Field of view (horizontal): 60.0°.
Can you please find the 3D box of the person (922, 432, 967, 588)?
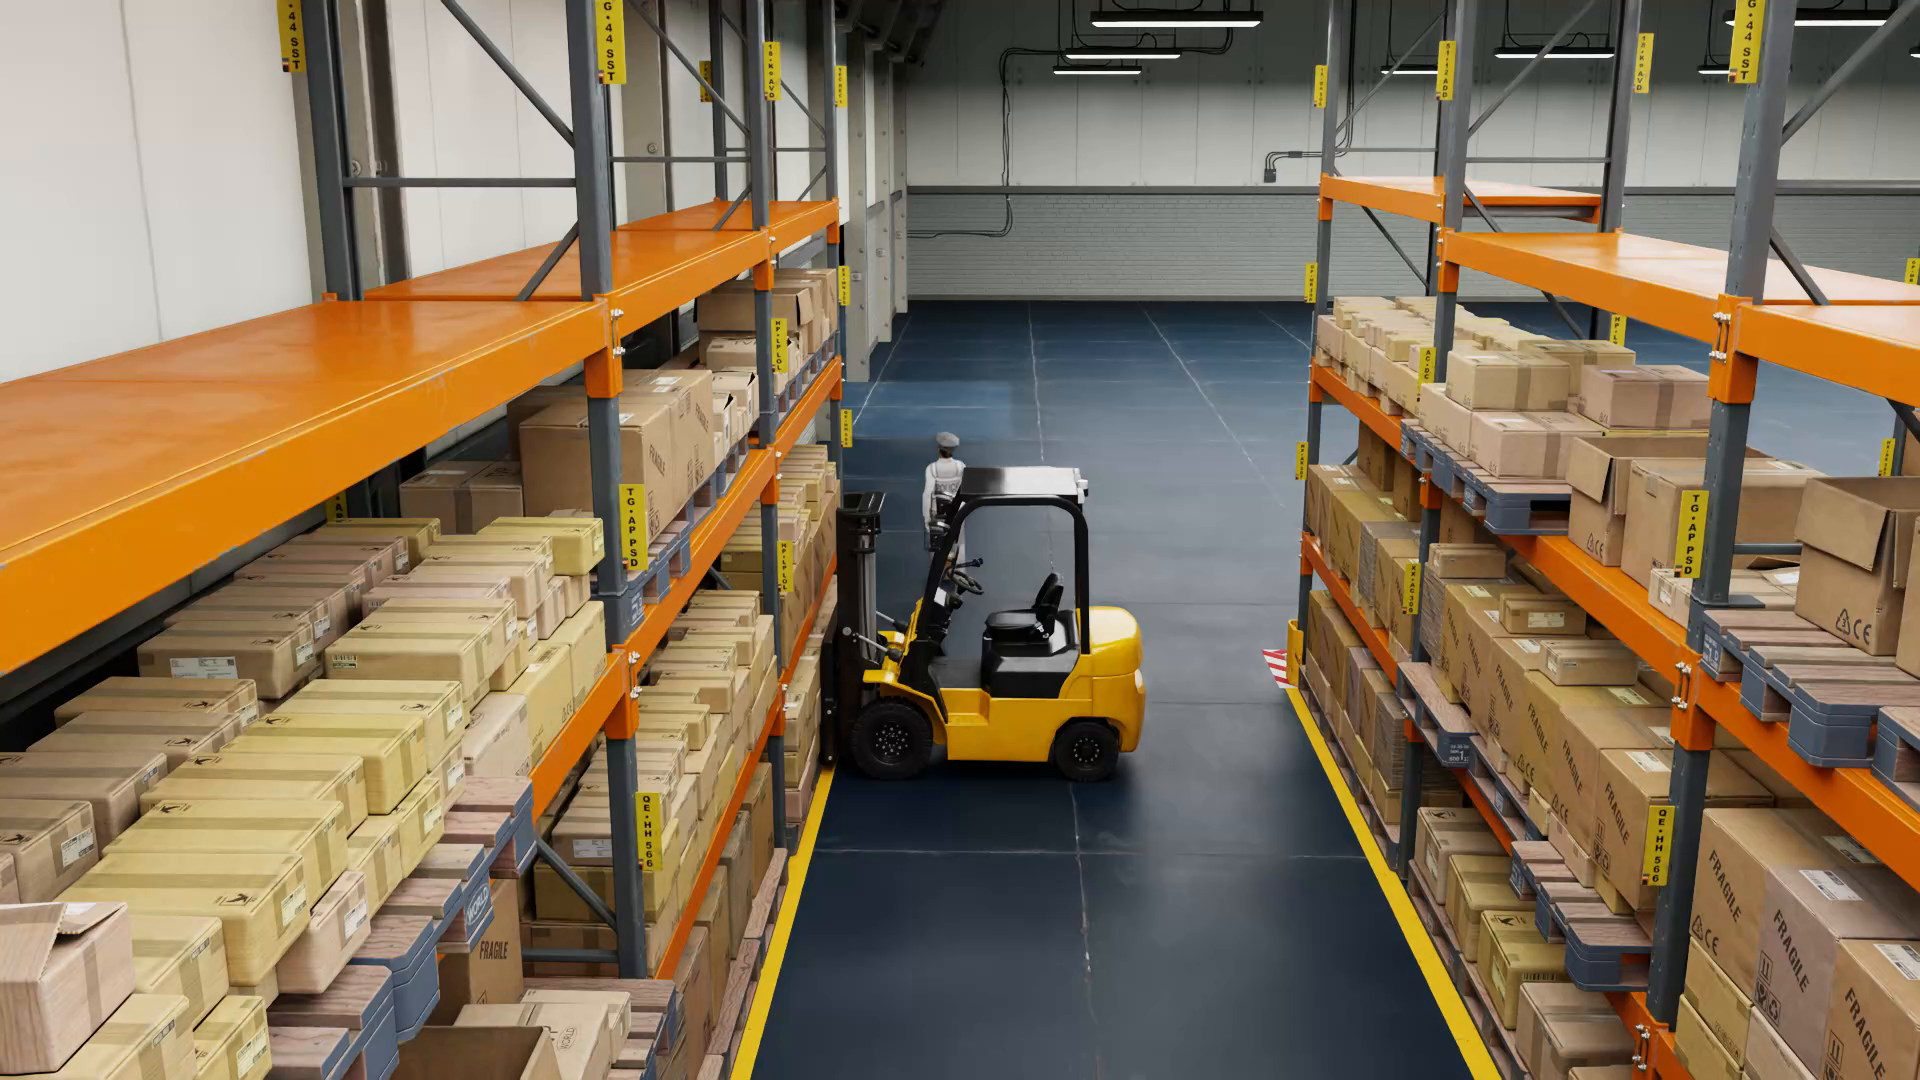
[{"bbox_3d":[-0.149,-0.305,17.141,0.496,1.657,0.843,-1,14,-4],"label":"person"}]
